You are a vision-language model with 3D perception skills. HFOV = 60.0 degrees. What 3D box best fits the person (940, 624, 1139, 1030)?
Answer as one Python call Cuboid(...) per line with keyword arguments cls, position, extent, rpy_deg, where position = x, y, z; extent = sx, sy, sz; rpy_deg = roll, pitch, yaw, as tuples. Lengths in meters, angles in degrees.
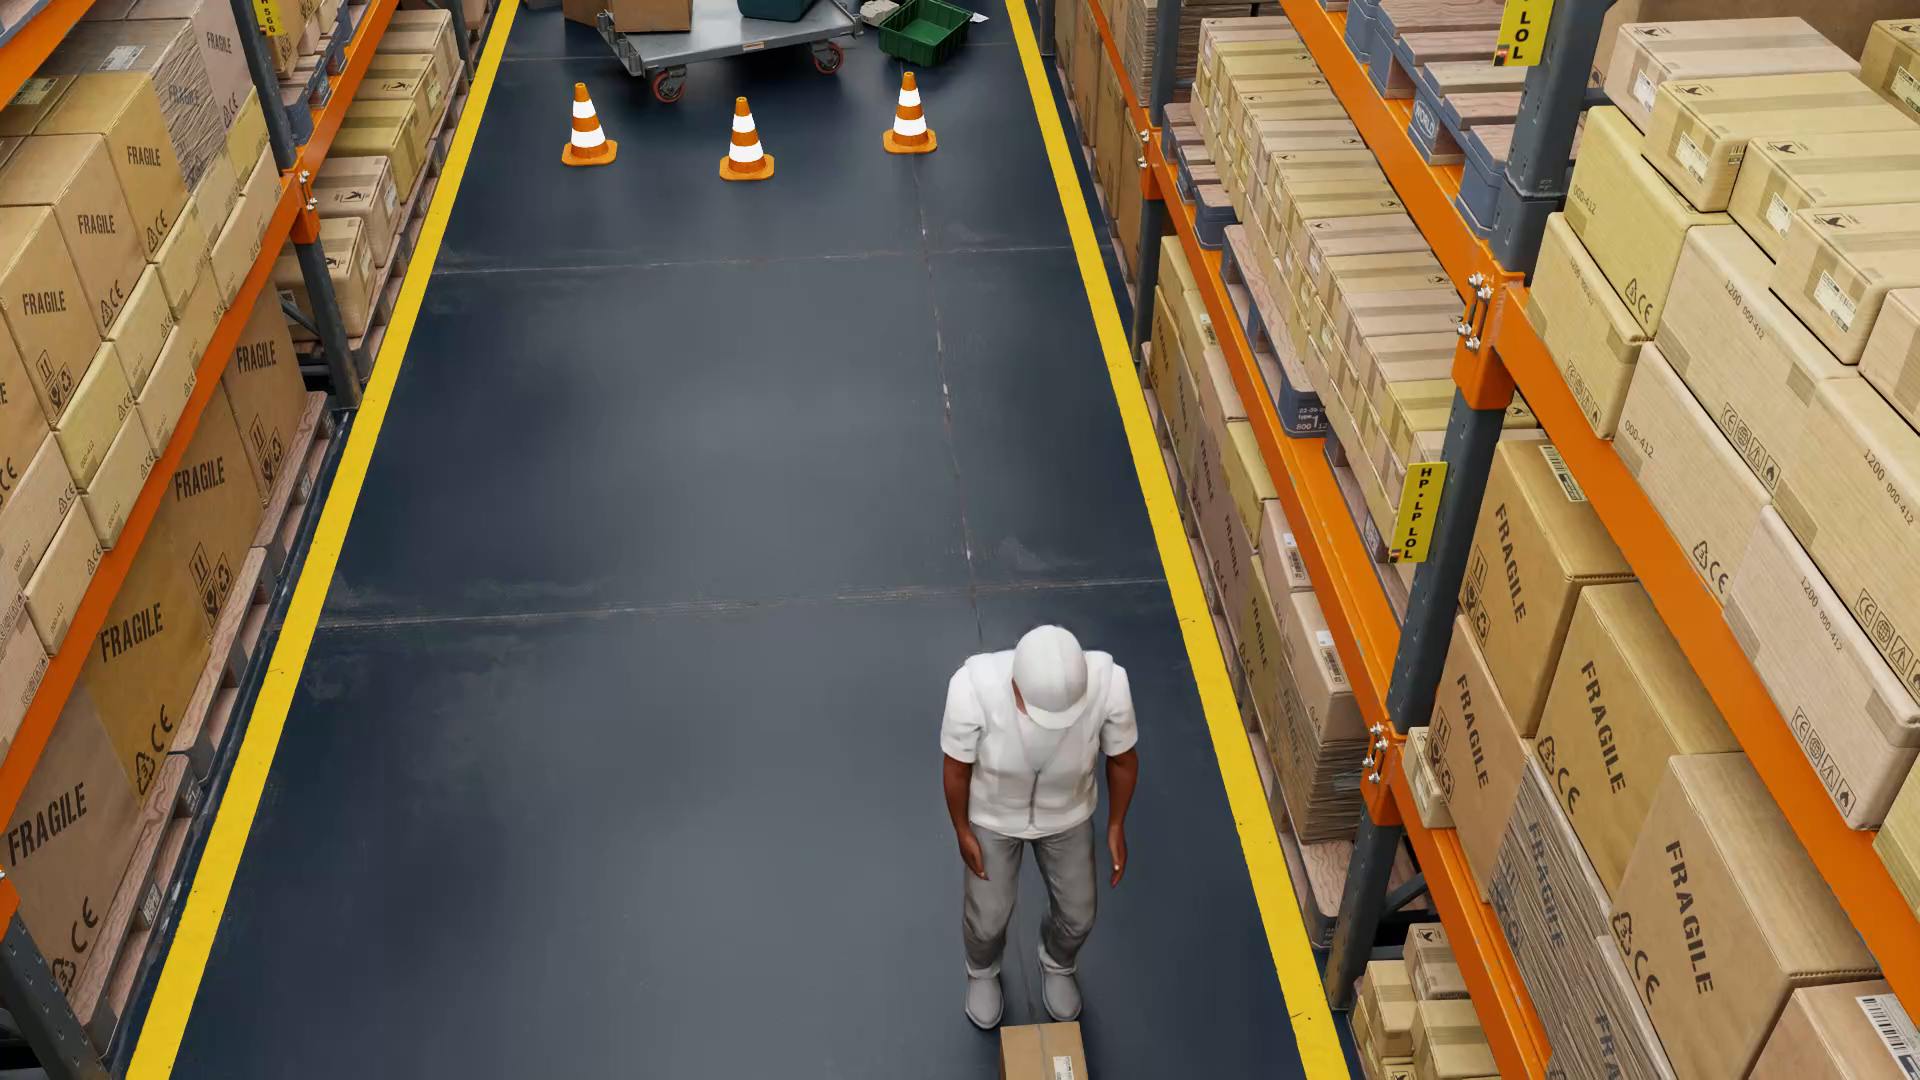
Cuboid(cls="person", position=(0.240, 0.862, 5.117), extent=(0.595, 1.704, 0.472), rpy_deg=(-2, 39, -3))
